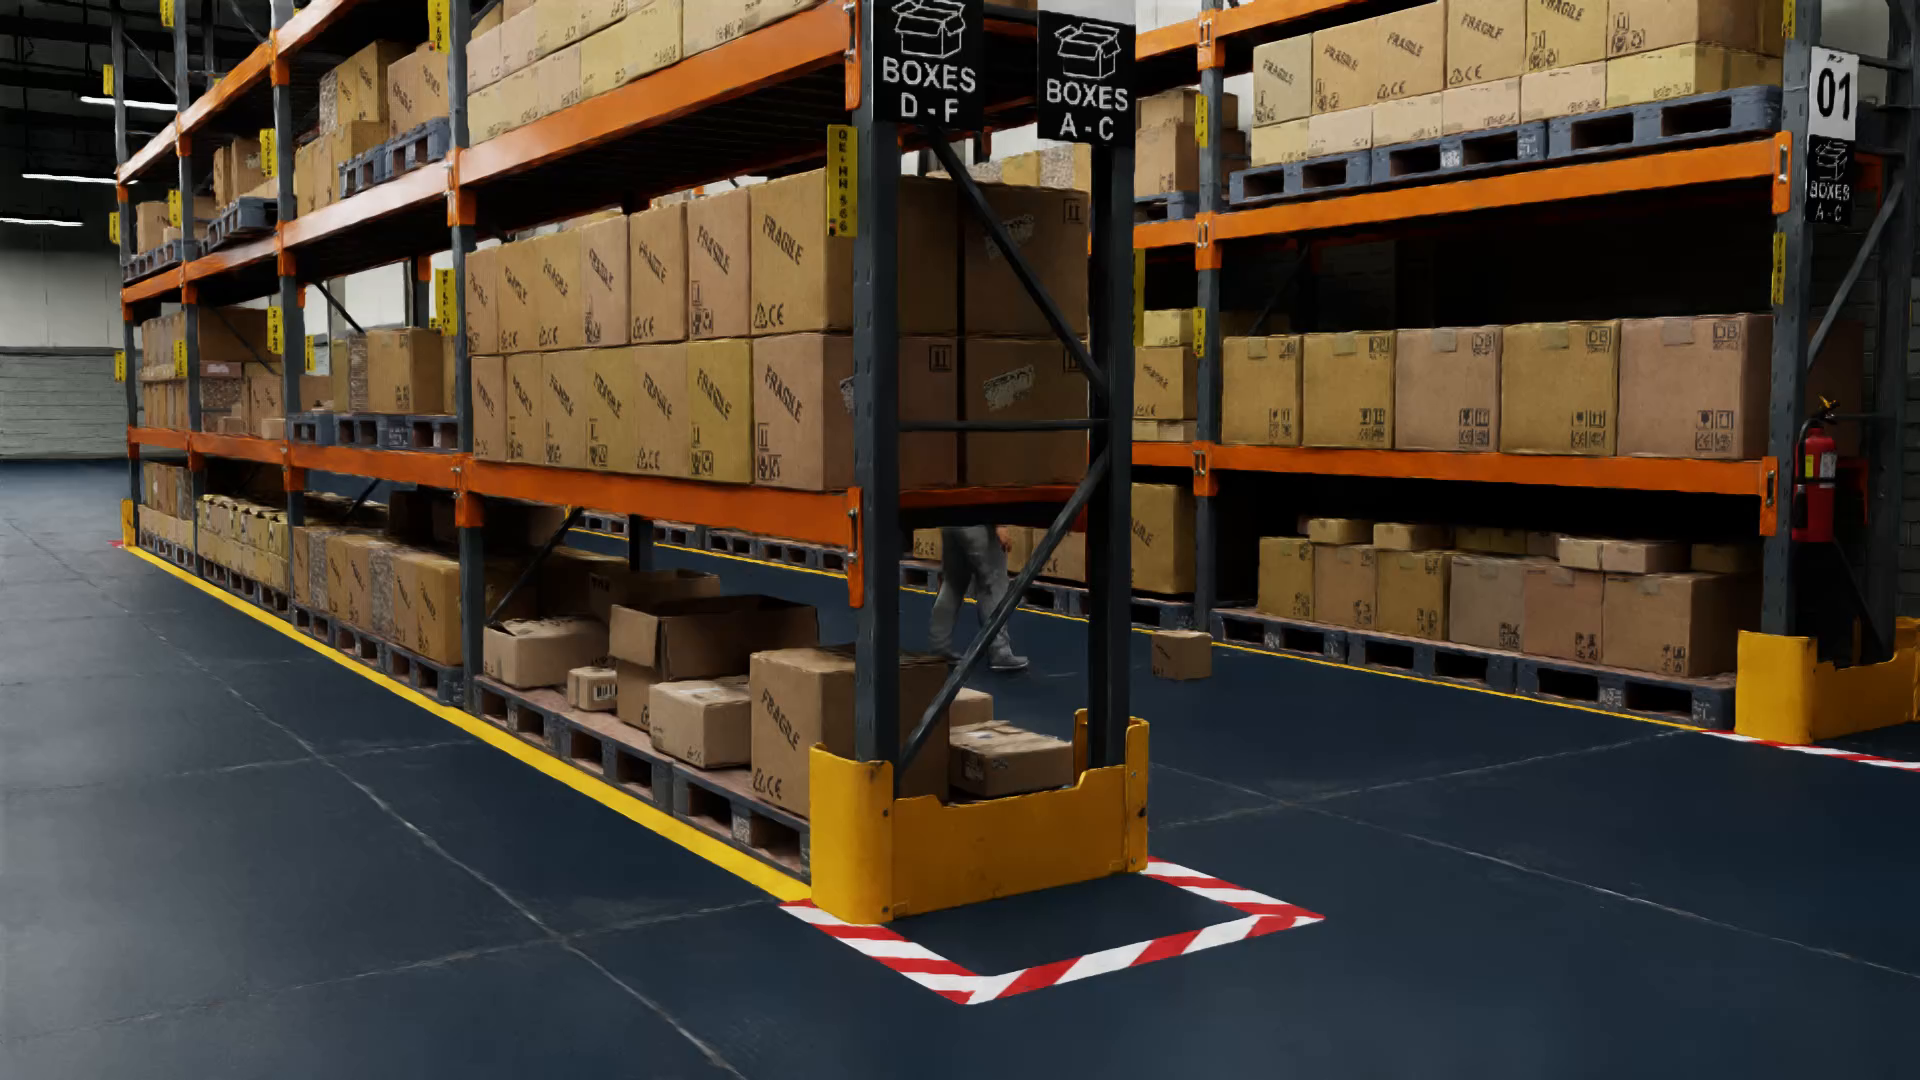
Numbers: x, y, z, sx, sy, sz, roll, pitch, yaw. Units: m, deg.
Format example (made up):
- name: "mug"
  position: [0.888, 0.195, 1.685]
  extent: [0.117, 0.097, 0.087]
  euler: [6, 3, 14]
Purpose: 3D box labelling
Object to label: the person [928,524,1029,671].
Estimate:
- name: "person"
  position: [0.124, -0.069, 9.755]
  extent: [0.559, 1.655, 0.600]
  euler: [-2, 5, -24]
